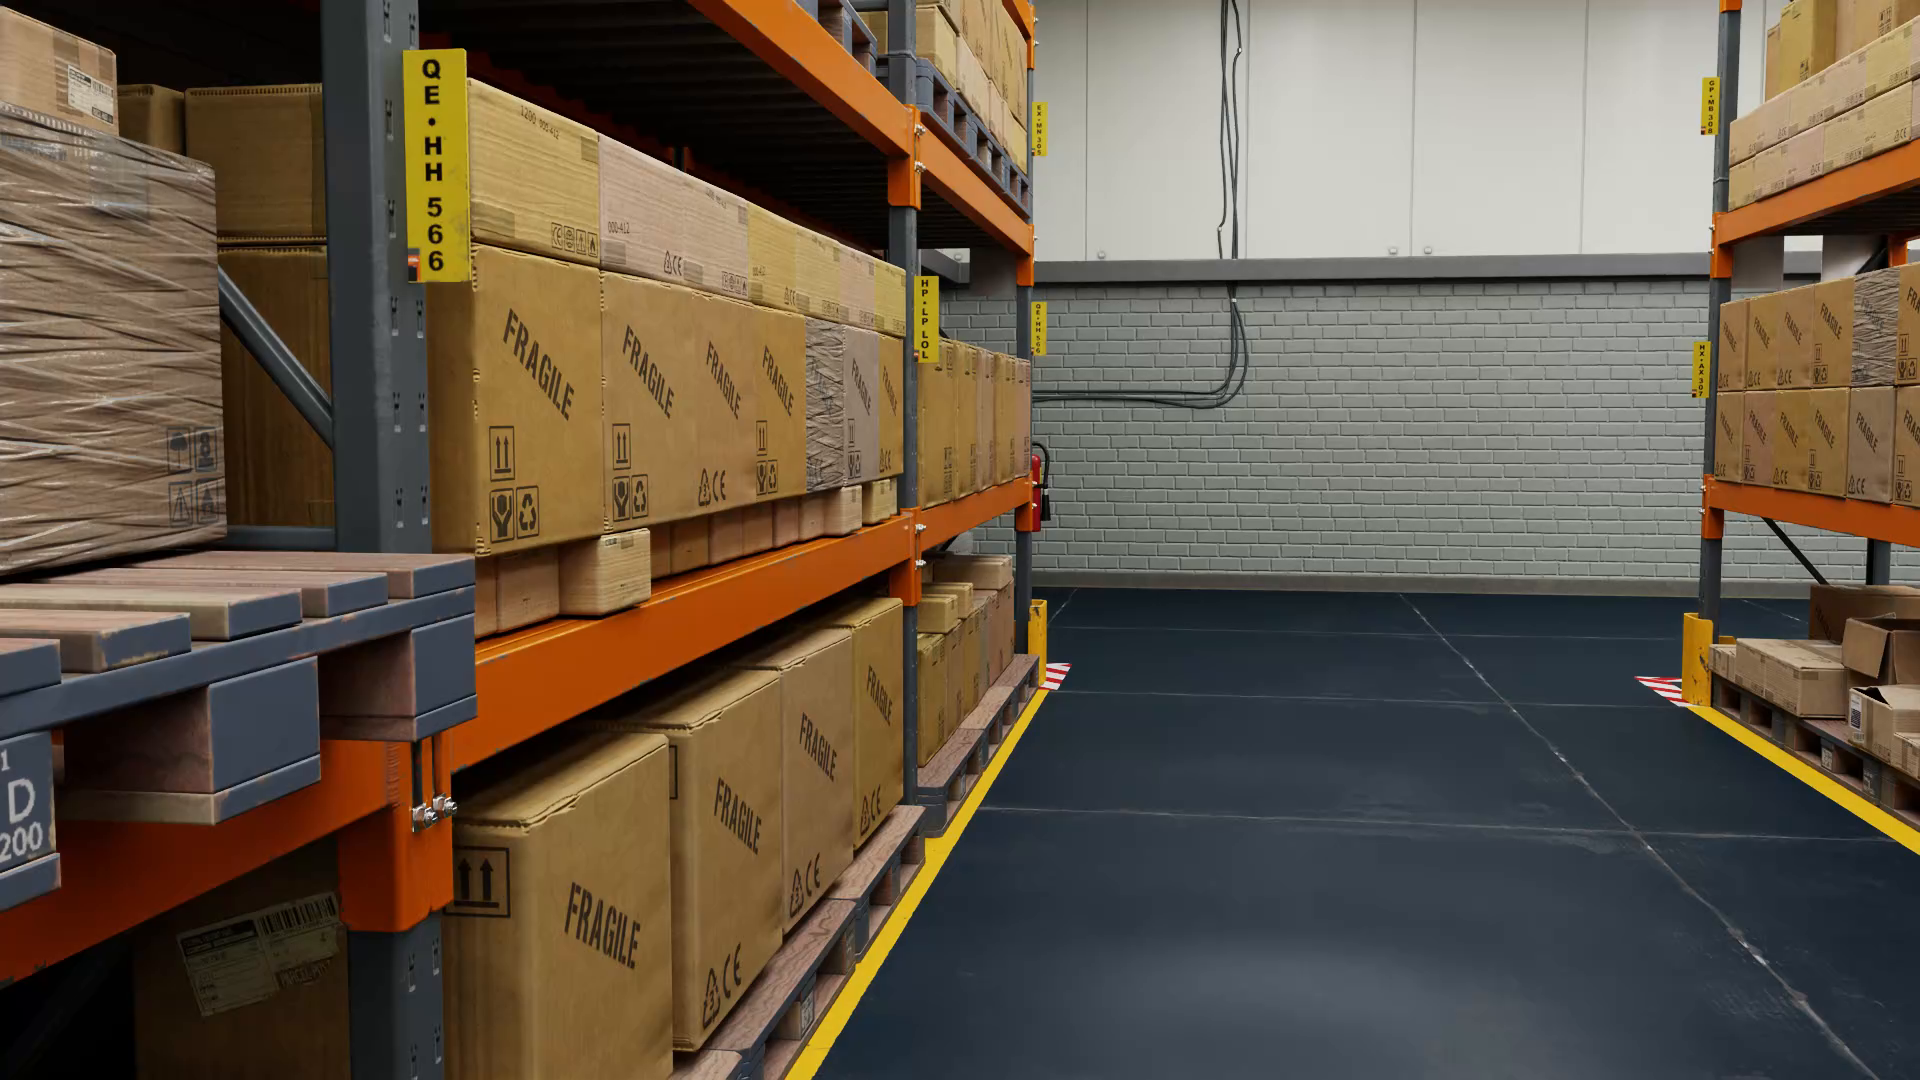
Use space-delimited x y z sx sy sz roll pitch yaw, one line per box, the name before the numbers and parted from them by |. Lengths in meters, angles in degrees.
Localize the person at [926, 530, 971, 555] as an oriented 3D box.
person | -0.186 -0.130 11.893 0.602 1.782 0.461 2 5 20
